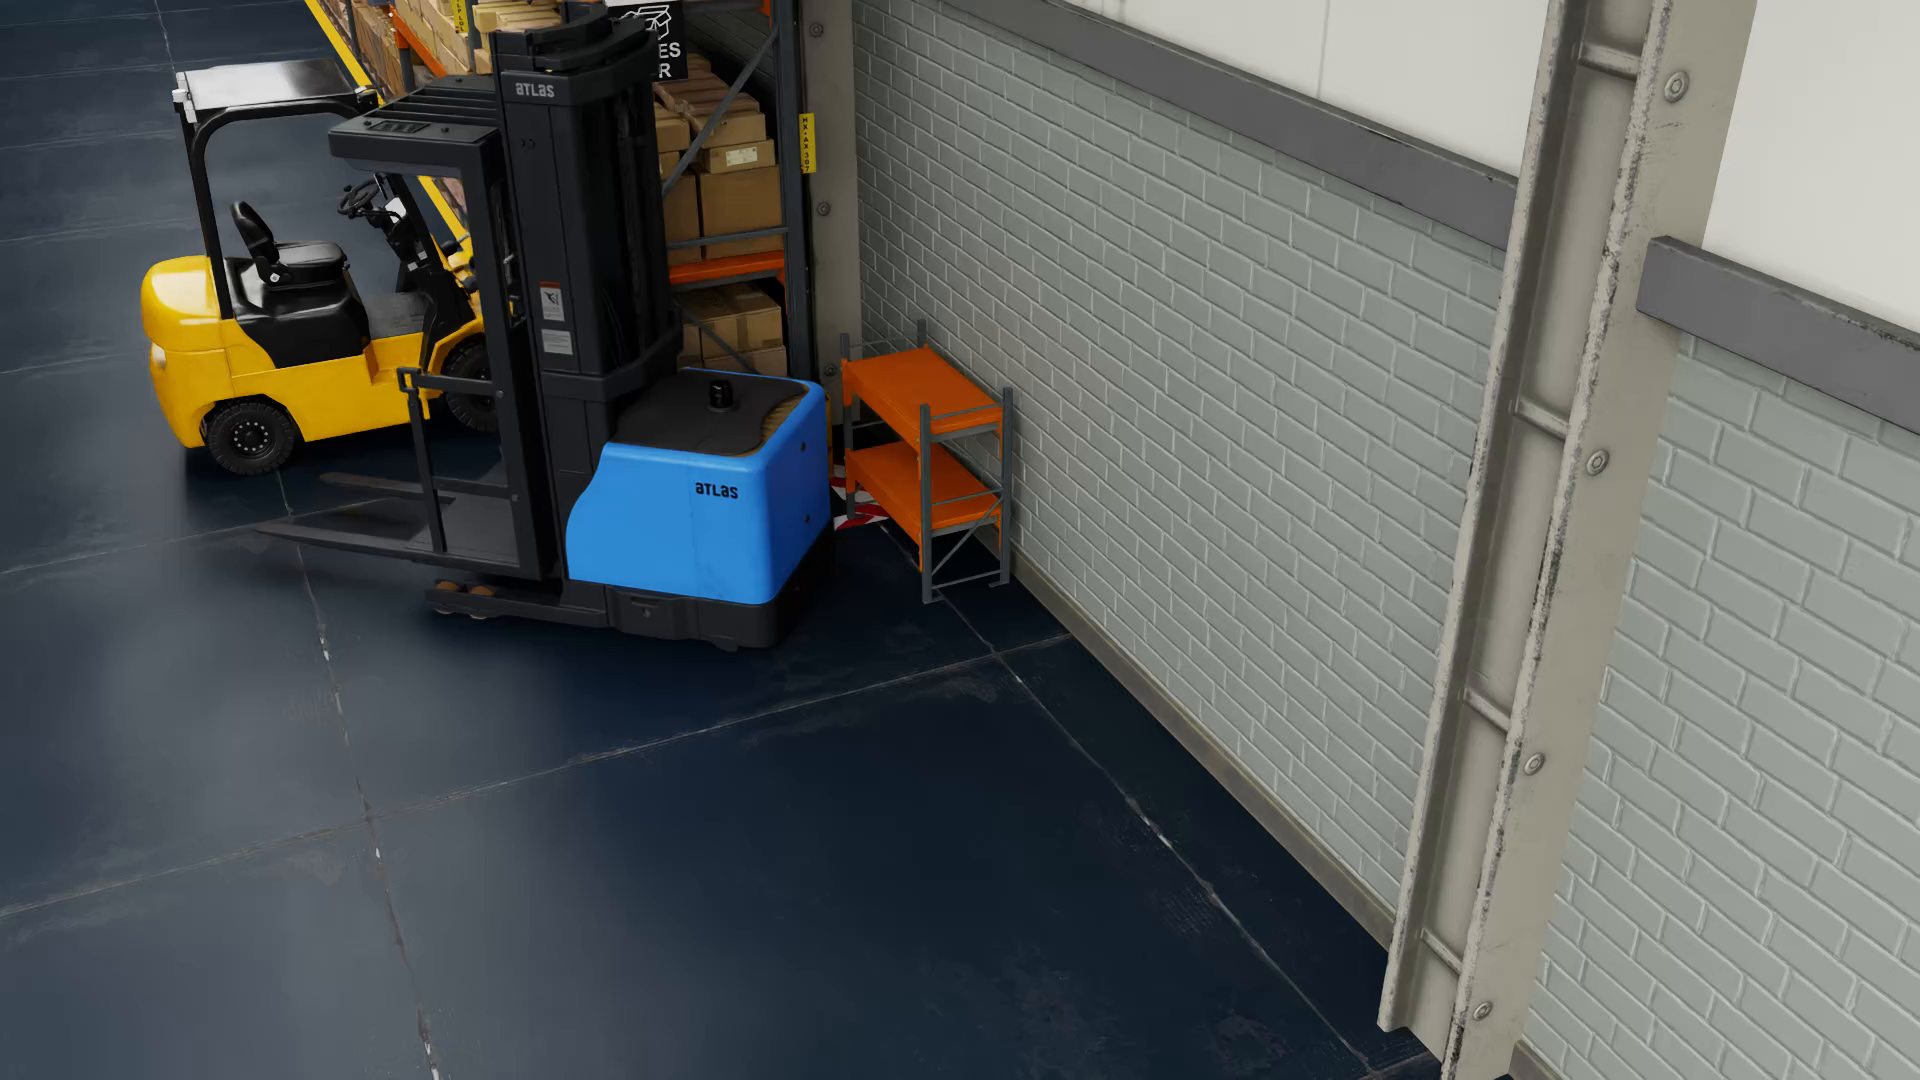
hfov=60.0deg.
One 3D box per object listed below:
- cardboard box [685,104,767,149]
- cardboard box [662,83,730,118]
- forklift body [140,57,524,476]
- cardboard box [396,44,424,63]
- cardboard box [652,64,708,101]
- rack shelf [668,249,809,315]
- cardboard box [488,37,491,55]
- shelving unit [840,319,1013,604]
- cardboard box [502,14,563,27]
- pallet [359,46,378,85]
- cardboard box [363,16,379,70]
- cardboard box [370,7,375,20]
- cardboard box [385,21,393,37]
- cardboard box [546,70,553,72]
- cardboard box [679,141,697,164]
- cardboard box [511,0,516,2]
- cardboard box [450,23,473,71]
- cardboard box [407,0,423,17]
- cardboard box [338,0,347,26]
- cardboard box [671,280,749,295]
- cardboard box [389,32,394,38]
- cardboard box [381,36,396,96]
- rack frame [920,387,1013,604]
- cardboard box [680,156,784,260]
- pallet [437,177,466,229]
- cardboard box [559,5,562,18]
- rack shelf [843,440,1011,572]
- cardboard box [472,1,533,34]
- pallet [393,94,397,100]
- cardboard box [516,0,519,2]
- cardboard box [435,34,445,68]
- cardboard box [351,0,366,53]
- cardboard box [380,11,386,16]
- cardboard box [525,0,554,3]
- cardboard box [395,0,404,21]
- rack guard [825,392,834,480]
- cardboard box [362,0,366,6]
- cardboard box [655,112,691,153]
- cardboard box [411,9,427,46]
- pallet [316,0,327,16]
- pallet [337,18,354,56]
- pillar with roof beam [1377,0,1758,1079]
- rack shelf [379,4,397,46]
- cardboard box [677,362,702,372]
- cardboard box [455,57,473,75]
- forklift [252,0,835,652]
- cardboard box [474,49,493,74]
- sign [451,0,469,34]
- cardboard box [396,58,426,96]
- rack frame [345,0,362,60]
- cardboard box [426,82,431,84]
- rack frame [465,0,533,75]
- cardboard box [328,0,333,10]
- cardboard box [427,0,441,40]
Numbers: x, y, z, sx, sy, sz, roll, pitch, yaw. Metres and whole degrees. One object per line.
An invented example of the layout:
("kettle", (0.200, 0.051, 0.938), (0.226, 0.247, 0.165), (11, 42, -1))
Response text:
("cardboard box", (-1.294, -2.288, 9.195), (0.380, 0.149, 0.250), (-14, 32, -23))
("cardboard box", (-1.502, -2.525, 9.616), (0.380, 0.149, 0.250), (-12, 32, -21))
("forklift body", (-3.804, -1.723, 10.124), (2.313, 2.155, 1.214), (-13, 32, -22))
("cardboard box", (-5.218, -4.714, 16.052), (0.380, 0.149, 0.250), (-15, 32, -24))
("cardboard box", (-1.730, -2.748, 10.015), (0.380, 0.149, 0.250), (-12, 31, -20))
("rack shelf", (-2.201, -2.209, 10.857), (1.077, 0.370, 4.000), (-13, 32, -22))
("cardboard box", (-3.048, -3.422, 11.521), (0.380, 0.149, 0.250), (-12, 32, -21))
("shelving unit", (-0.191, -0.440, 8.884), (0.538, 1.125, 1.048), (-14, 32, -23))
("cardboard box", (-2.879, -3.452, 11.269), (0.380, 0.149, 0.250), (-14, 32, -23))
("pallet", (-6.111, -5.372, 18.614), (1.003, 0.211, 1.213), (-13, 32, -22))
("cardboard box", (-6.042, -5.317, 17.792), (0.500, 0.500, 0.500), (-14, 32, -23))
("cardboard box", (-6.068, -5.648, 17.718), (0.380, 0.149, 0.250), (-13, 32, -22))
("cardboard box", (-5.616, -5.189, 16.901), (0.380, 0.149, 0.250), (-14, 32, -23))
("cardboard box", (-2.325, -2.752, 10.021), (0.380, 0.149, 0.250), (-12, 32, -21))
("cardboard box", (-1.417, -2.265, 9.458), (0.380, 0.149, 0.250), (-13, 32, -22))
("cardboard box", (-3.591, -4.066, 12.669), (0.380, 0.149, 0.250), (-13, 32, -22))
("cardboard box", (-3.501, -3.722, 12.462), (0.500, 0.250, 0.500), (-14, 32, -23))
("cardboard box", (-4.385, -4.622, 14.067), (0.500, 0.250, 0.500), (-14, 32, -23))
("cardboard box", (-7.152, -6.272, 19.735), (0.396, 0.266, 0.258), (-12, 31, -20))
("cardboard box", (-1.596, -1.531, 10.273), (0.500, 0.250, 0.500), (-13, 32, -22))
("cardboard box", (-5.436, -4.953, 16.480), (0.380, 0.149, 0.250), (-14, 32, -24))
("cardboard box", (-5.585, -4.861, 16.979), (0.500, 0.500, 0.500), (-12, 31, -20))
("rack frame", (0.033, -0.217, 8.486), (0.500, 1.125, 0.032), (-14, 32, -23))
("cardboard box", (-1.304, -1.960, 9.576), (0.500, 0.500, 0.500), (-12, 31, -20))
("pallet", (-3.939, -3.046, 14.467), (1.003, 0.211, 1.213), (-13, 32, -22))
("cardboard box", (-2.579, -3.665, 11.649), (0.380, 0.149, 0.250), (-14, 32, -23))
("rack shelf", (-0.191, -0.227, 9.004), (0.538, 0.278, 1.000), (-14, 32, -23))
("cardboard box", (-3.191, -3.659, 11.639), (0.380, 0.149, 0.250), (-12, 32, -21))
("pallet", (-5.063, -4.294, 16.692), (1.003, 0.211, 1.213), (-13, 32, -22))
("cardboard box", (-3.319, -4.281, 13.052), (0.380, 0.149, 0.250), (-13, 32, -22))
("cardboard box", (-3.919, -3.955, 13.389), (0.500, 0.250, 0.500), (-13, 32, -22))
("cardboard box", (-6.490, -5.772, 18.602), (0.500, 0.500, 0.500), (-12, 31, -20))
("cardboard box", (-5.821, -5.424, 17.320), (0.380, 0.149, 0.250), (-13, 32, -22))
("cardboard box", (-3.085, -4.062, 12.662), (0.380, 0.149, 0.250), (-14, 32, -24))
("cardboard box", (-4.807, -4.860, 15.004), (0.500, 0.250, 0.500), (-13, 32, -22))
("rack guard", (-1.332, -0.538, 9.698), (1.175, 0.500, 0.348), (-13, 32, -22))
("cardboard box", (-6.392, -5.995, 18.338), (0.380, 0.149, 0.250), (-14, 32, -23))
("cardboard box", (-1.687, -2.209, 9.053), (0.380, 0.149, 0.250), (-13, 32, -22))
("cardboard box", (-4.368, -4.411, 14.202), (0.500, 0.250, 0.500), (-14, 32, -24))
("pallet", (-7.836, -7.105, 21.705), (1.003, 0.211, 1.213), (-13, 32, -22))
("pallet", (-6.788, -6.027, 19.782), (1.003, 0.211, 1.213), (-13, 32, -22))
("pillar with roof beam", (-2.140, -1.198, 2.186), (9.100, 9.000, 0.400), (-13, 32, -22))
("rack shelf", (-5.635, -5.742, 17.159), (1.077, 0.370, 4.000), (-13, 32, -22))
("cardboard box", (-1.834, -0.990, 9.820), (0.500, 0.250, 0.500), (-14, 32, -23))
("cardboard box", (-3.512, -3.508, 12.593), (0.500, 0.250, 0.500), (-12, 32, -21))
("forklift", (-2.247, -1.112, 8.236), (3.031, 2.935, 1.130), (7, 30, 13))
("cardboard box", (-3.105, -3.199, 11.785), (0.500, 0.500, 0.500), (-14, 32, -23))
("sign", (-3.546, -3.758, 11.782), (0.100, 0.325, 0.005), (-13, 32, -22))
("cardboard box", (-5.153, -4.407, 16.169), (0.500, 0.500, 0.500), (-12, 31, -21))
("rack frame", (-6.494, -6.940, 18.559), (1.000, 3.000, 0.127), (-13, 32, -22))
("cardboard box", (-4.234, -3.755, 14.878), (0.875, 0.625, 0.625), (-12, 31, -20))
("rack frame", (-3.060, -3.406, 12.257), (1.000, 3.000, 0.127), (-13, 32, -22))
("cardboard box", (-7.566, -6.869, 20.559), (0.500, 0.500, 0.500), (-12, 32, -21))
("cardboard box", (-3.943, -4.174, 13.270), (0.500, 0.250, 0.500), (-12, 32, -21))
